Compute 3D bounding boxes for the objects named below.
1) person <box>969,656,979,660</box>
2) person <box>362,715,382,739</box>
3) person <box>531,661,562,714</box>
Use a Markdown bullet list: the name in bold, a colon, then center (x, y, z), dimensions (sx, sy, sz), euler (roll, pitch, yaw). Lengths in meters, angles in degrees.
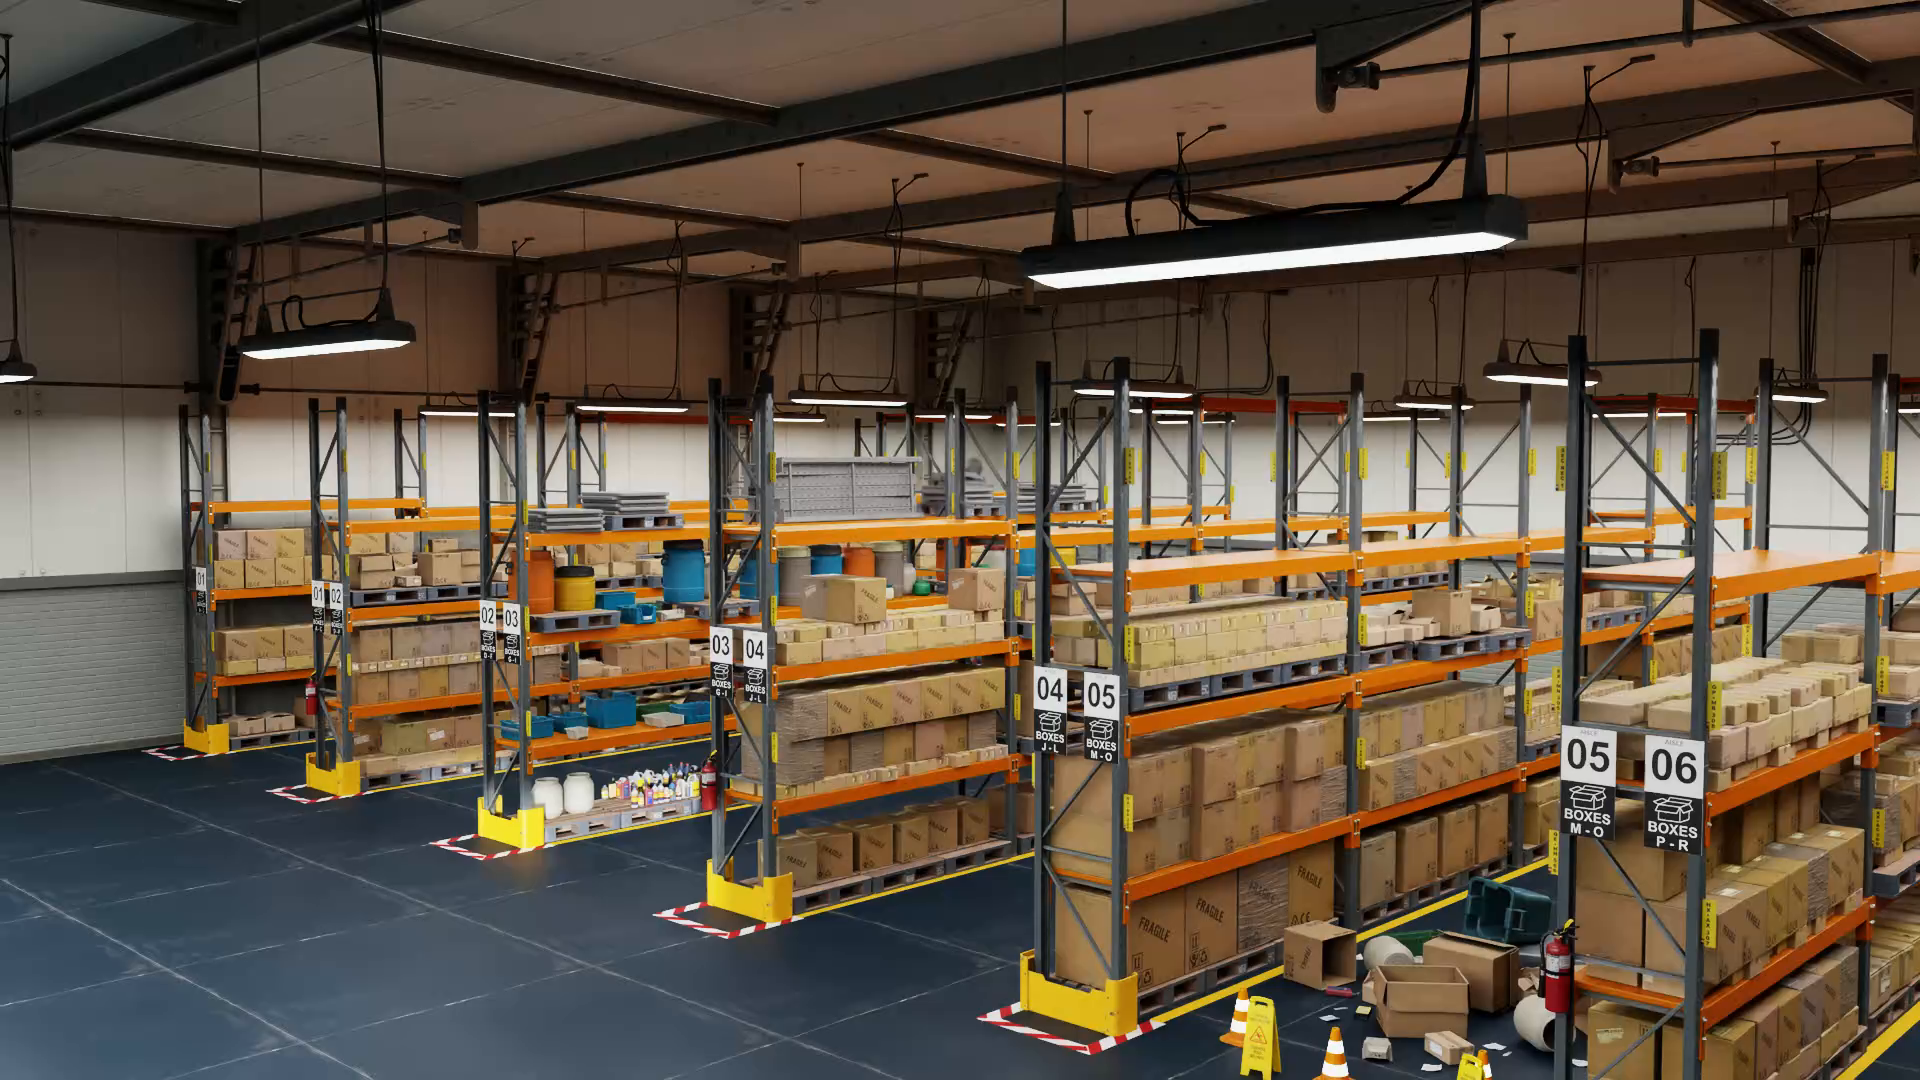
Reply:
- **person**: center (0.357, 2.404, 32.148), dimensions (0.638, 1.764, 0.839), euler (2, 4, 35)
- **person**: center (-9.858, 2.913, 27.903), dimensions (0.547, 1.559, 0.746), euler (1, 3, 23)
- **person**: center (-7.617, 2.694, 30.352), dimensions (0.651, 1.836, 0.853), euler (3, 4, 41)
